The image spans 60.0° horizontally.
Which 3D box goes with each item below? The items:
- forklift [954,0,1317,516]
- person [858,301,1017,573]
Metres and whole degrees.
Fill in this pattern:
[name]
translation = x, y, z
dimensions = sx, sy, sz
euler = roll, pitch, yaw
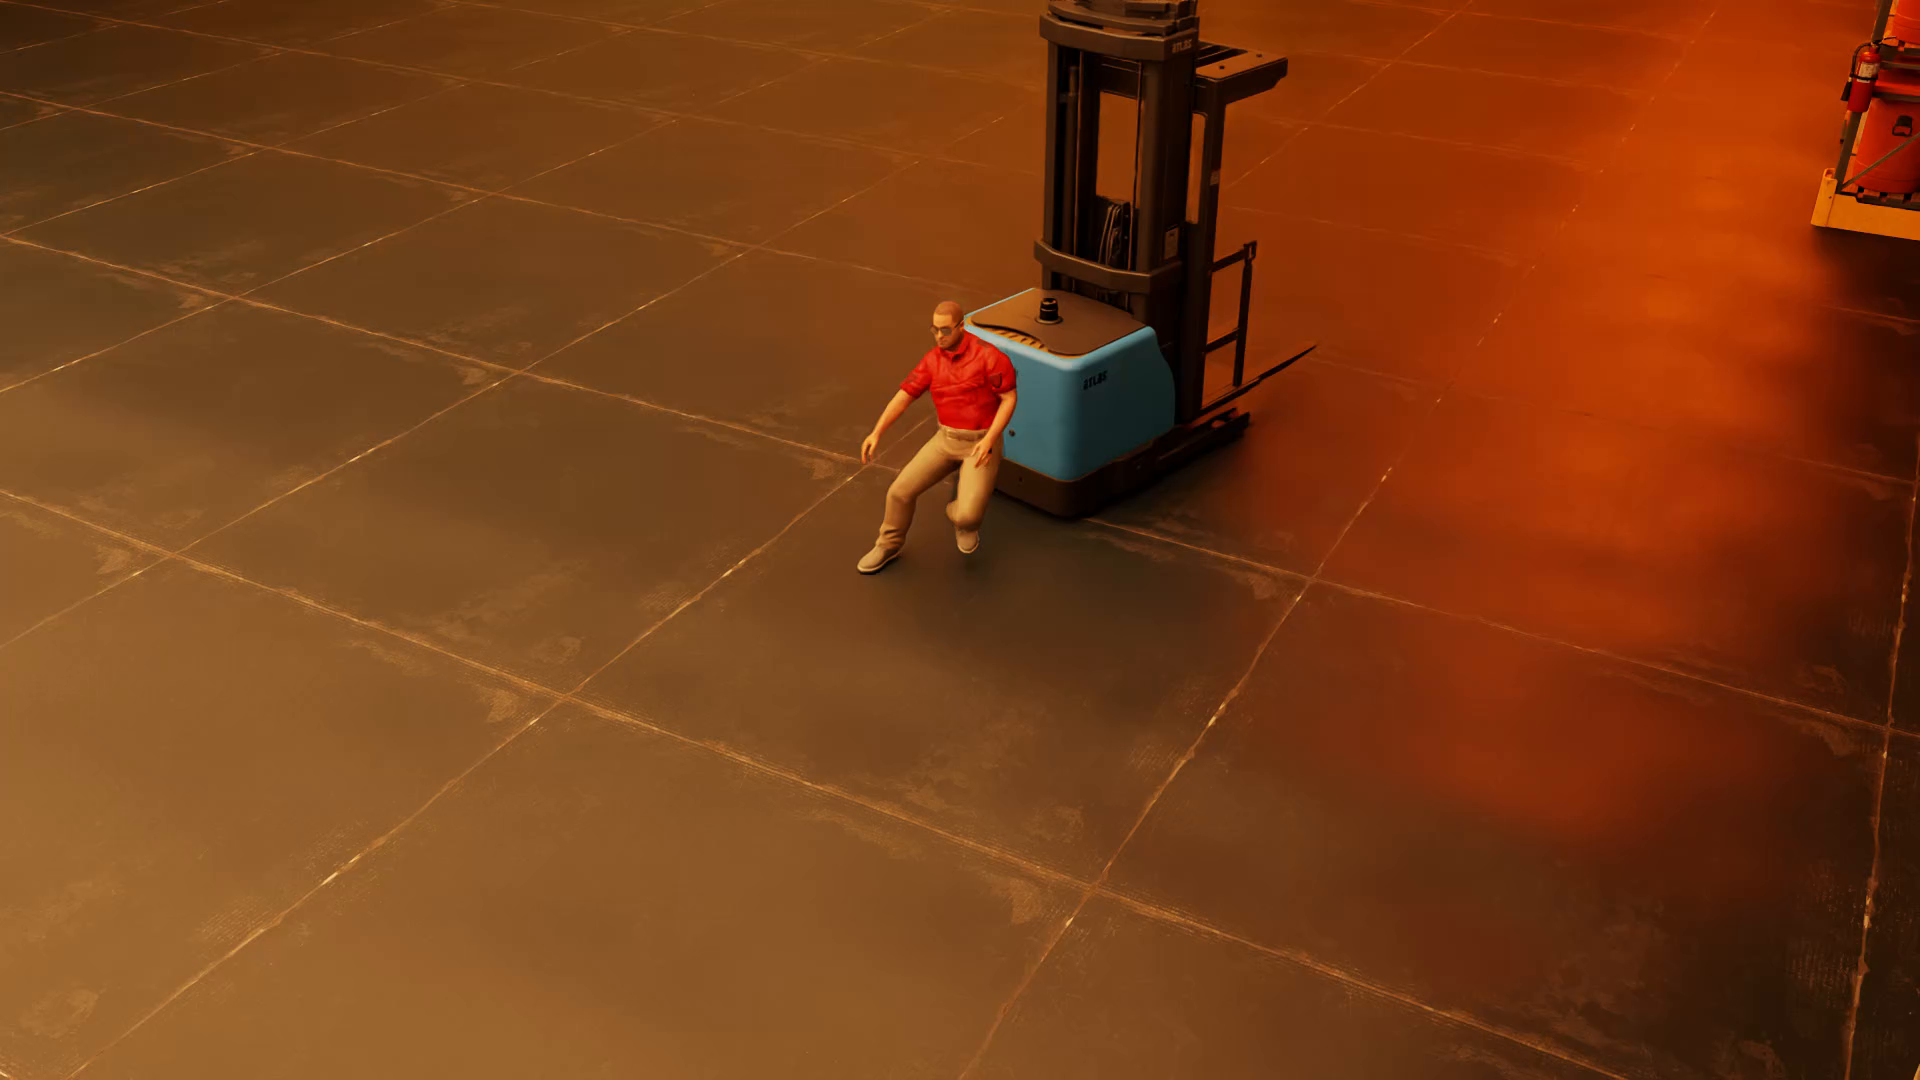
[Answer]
[forklift]
translation = 1.303, -2.059, 10.637
dimensions = 1.130, 2.935, 3.031
euler = 25, 38, 36
[person]
translation = -0.127, -0.535, 9.330
dimensions = 0.781, 1.584, 0.642
euler = 17, 34, 27
